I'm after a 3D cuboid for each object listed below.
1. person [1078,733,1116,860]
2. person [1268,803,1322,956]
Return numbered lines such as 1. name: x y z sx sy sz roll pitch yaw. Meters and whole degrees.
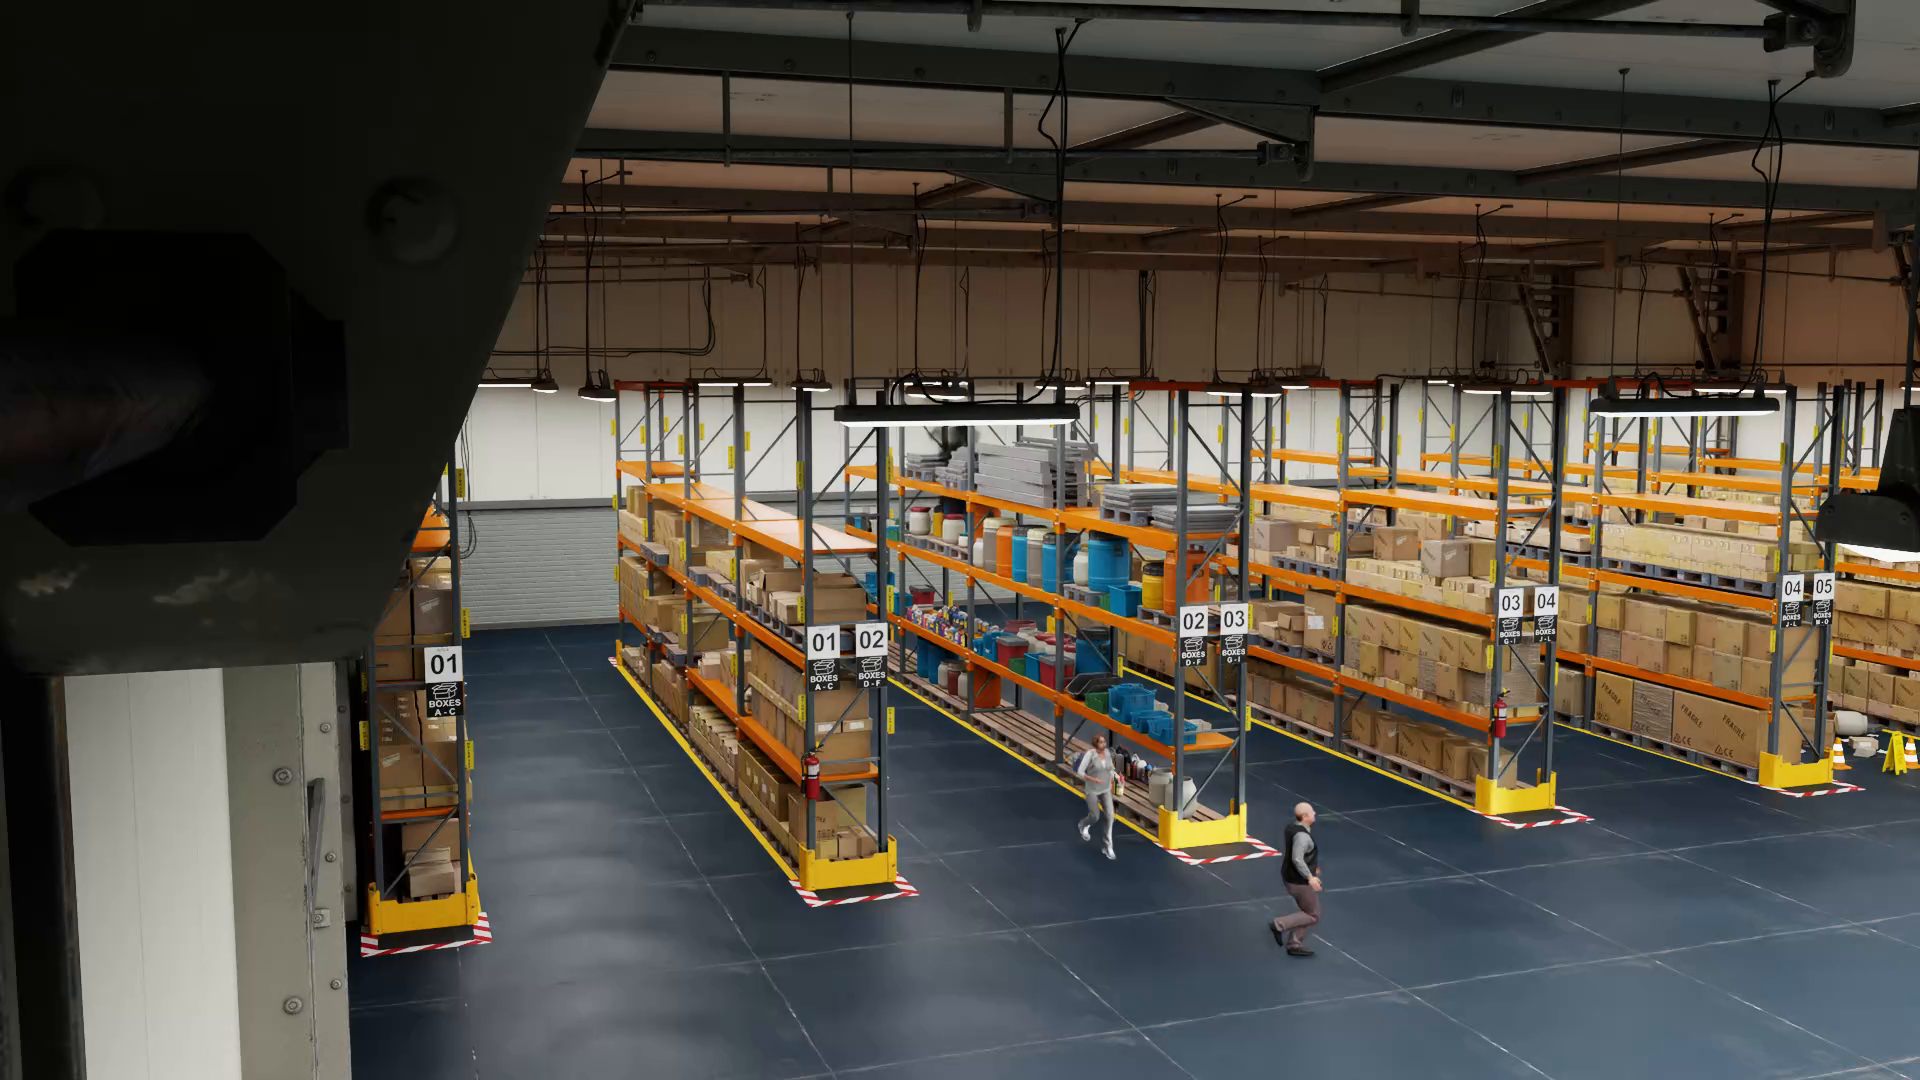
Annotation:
1. person: 1.774 3.273 21.569 0.576 1.602 0.824 -3 7 -23
2. person: 3.592 3.631 17.782 0.619 1.672 0.645 0 6 0
